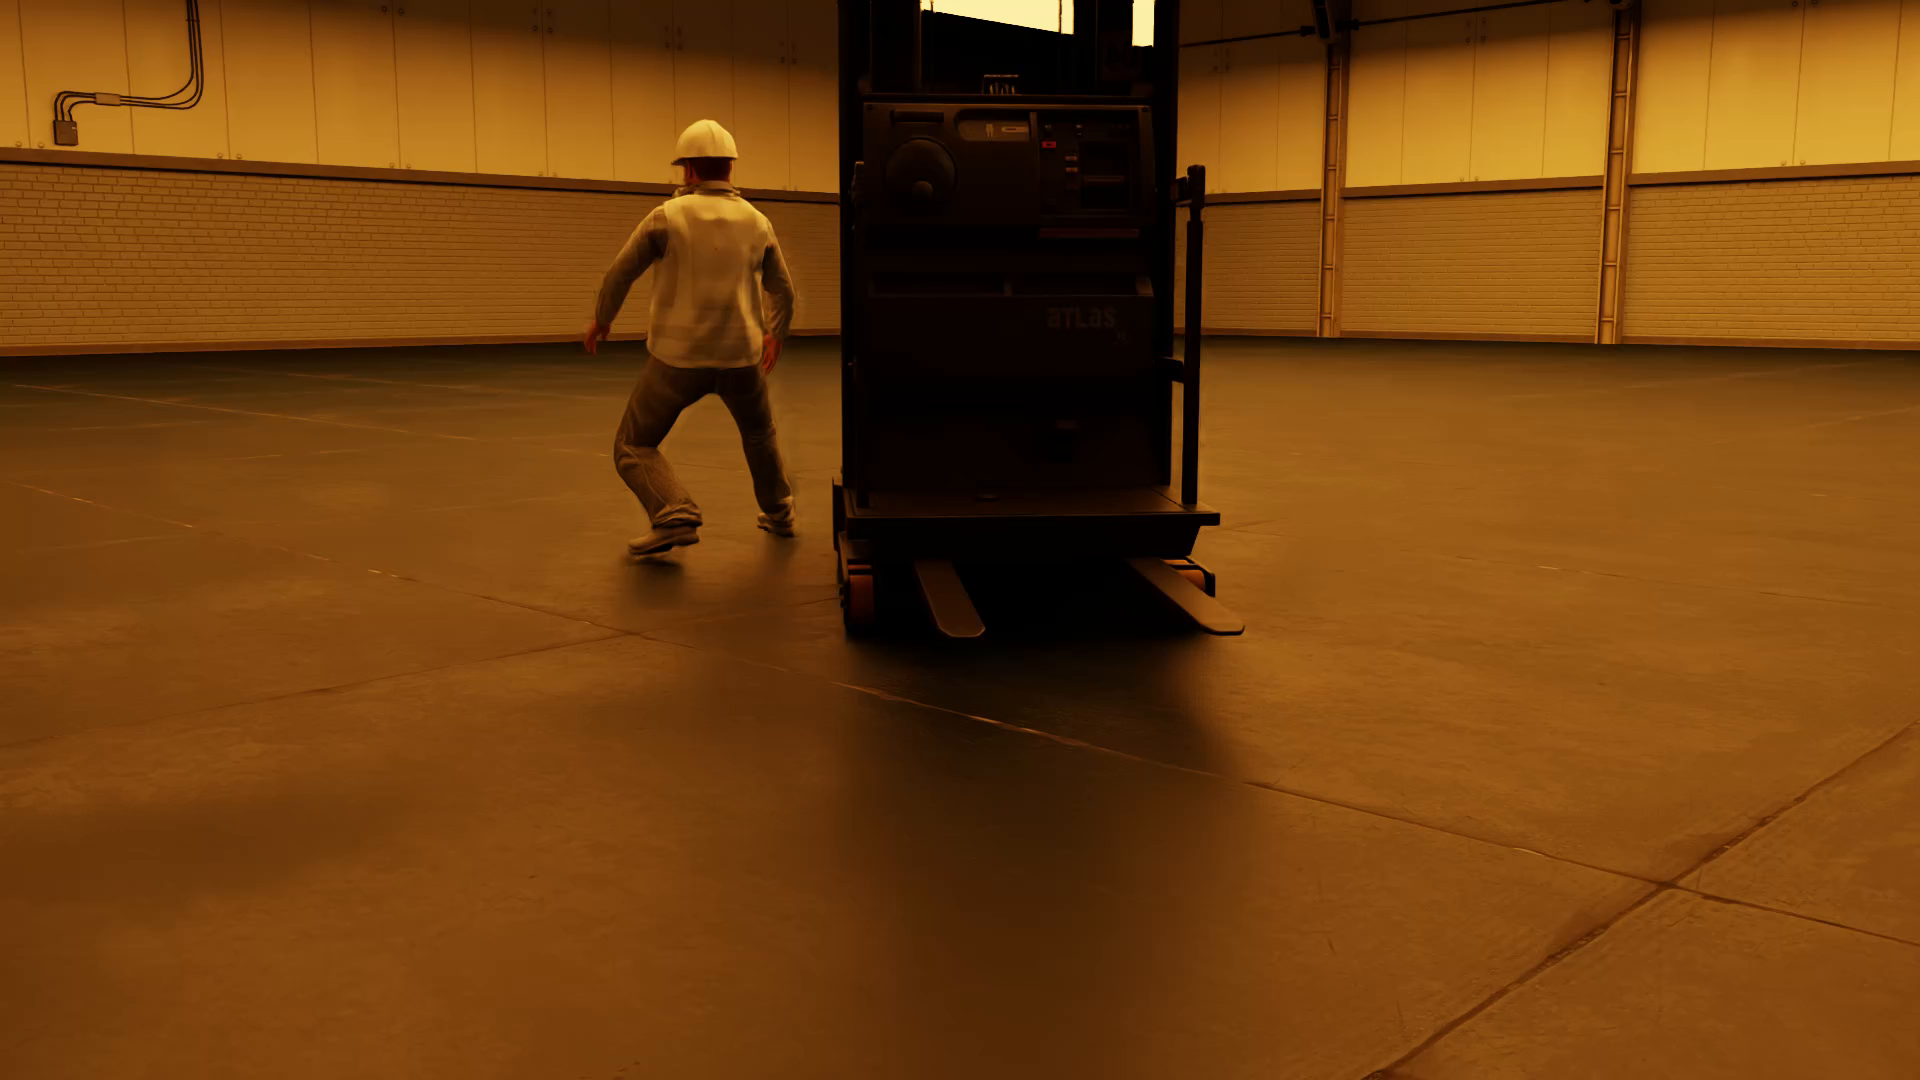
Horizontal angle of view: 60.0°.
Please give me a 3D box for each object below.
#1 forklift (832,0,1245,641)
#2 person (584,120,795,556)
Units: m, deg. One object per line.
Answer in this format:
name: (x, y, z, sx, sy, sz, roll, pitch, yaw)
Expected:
forklift: (0.177, -1.237, 5.089, 1.130, 2.935, 3.031, -1, 9, -5)
person: (-1.003, -0.785, 6.477, 0.878, 1.629, 0.779, -4, 10, -26)
